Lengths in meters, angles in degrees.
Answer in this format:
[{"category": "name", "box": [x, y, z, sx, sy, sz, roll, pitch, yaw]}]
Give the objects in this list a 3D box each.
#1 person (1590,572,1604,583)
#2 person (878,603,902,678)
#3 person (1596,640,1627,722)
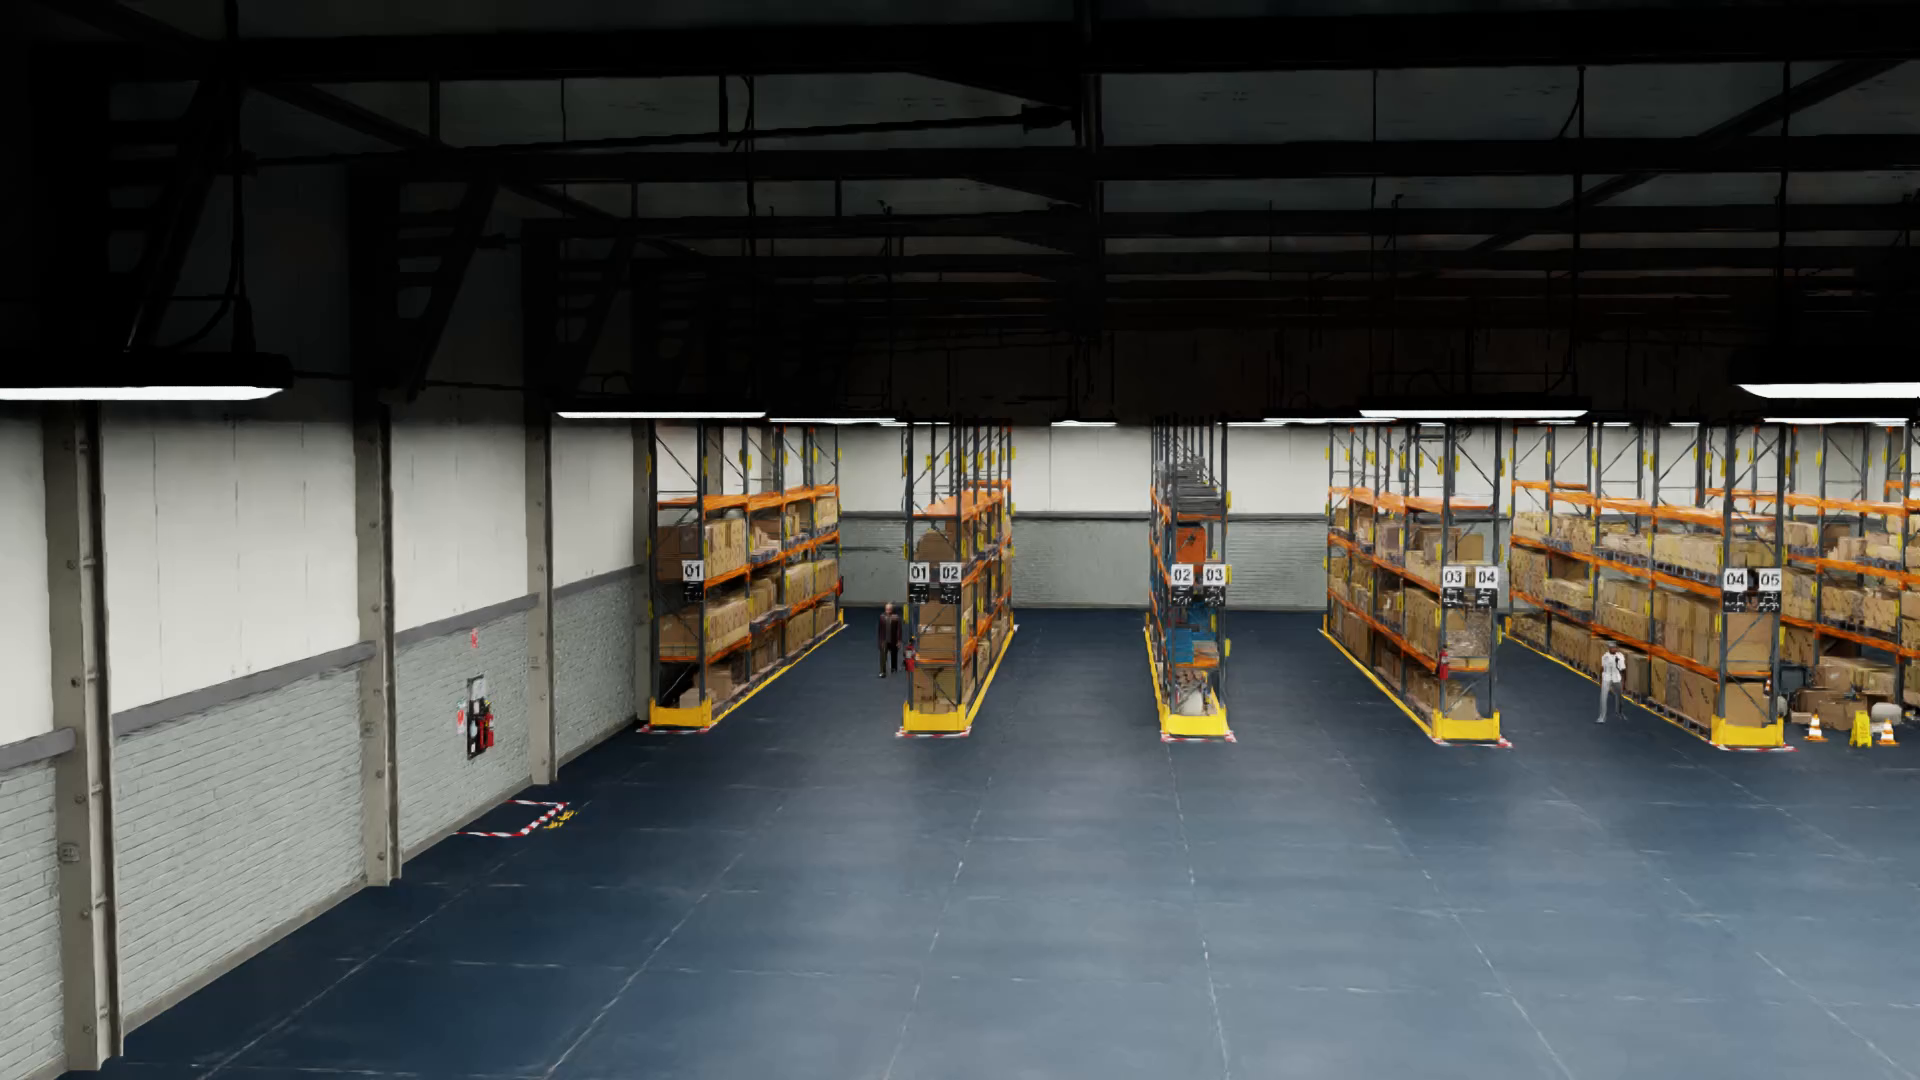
[{"category": "person", "box": [18.763, 1.613, 48.872, 0.503, 1.658, 0.565, 3, 5, 41]}, {"category": "person", "box": [-1.617, 2.284, 38.220, 0.588, 1.700, 1.193, 0, 4, 3]}, {"category": "person", "box": [12.718, 2.736, 32.393, 0.498, 1.615, 0.942, 2, 4, 28]}]
